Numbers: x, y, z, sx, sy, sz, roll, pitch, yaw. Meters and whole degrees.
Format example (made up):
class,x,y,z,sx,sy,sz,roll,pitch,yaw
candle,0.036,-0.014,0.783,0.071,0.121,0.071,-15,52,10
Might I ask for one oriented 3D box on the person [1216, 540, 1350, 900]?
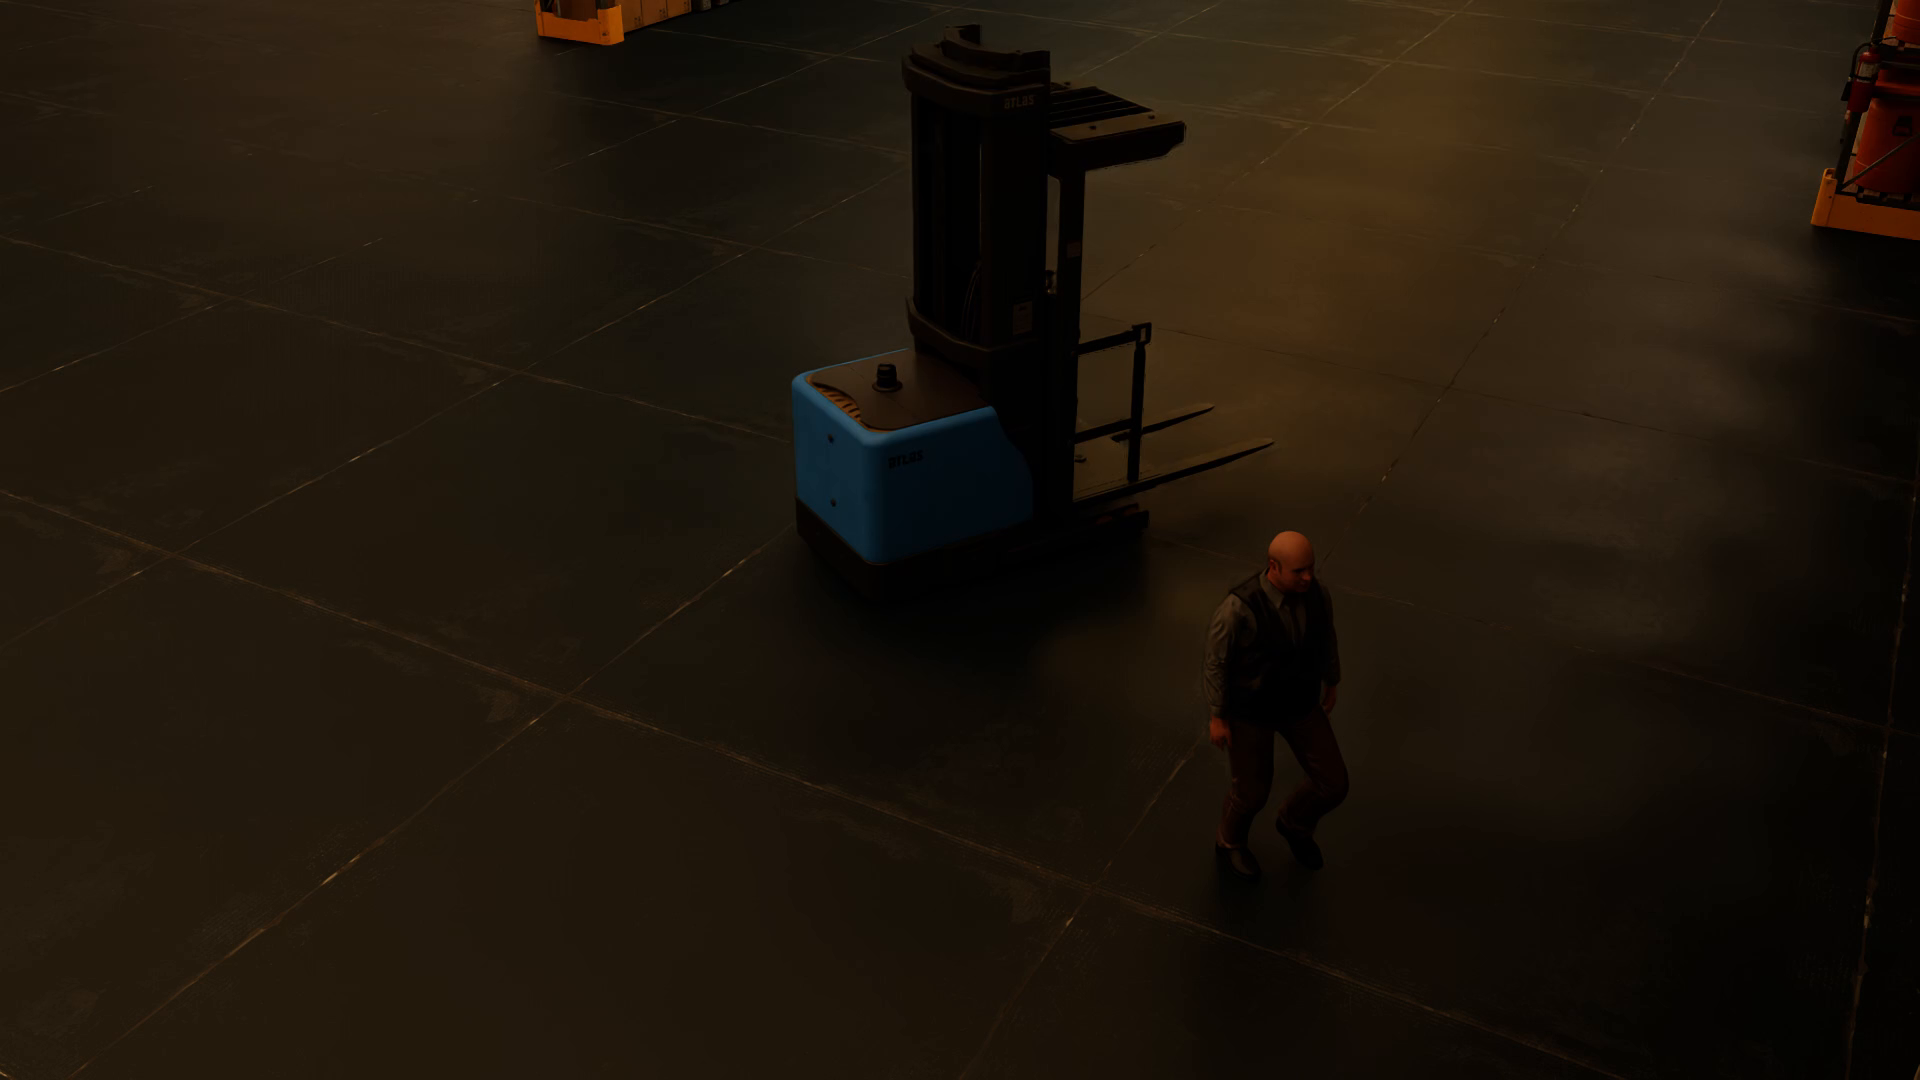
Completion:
class,x,y,z,sx,sy,sz,roll,pitch,yaw
person,1.374,0.757,6.993,0.598,1.733,0.470,-12,32,-20

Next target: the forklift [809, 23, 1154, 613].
class,x,y,z,sx,sy,sz,roll,pitch,yaw
forklift,0.311,-1.572,9.794,1.130,2.935,3.031,15,33,25
